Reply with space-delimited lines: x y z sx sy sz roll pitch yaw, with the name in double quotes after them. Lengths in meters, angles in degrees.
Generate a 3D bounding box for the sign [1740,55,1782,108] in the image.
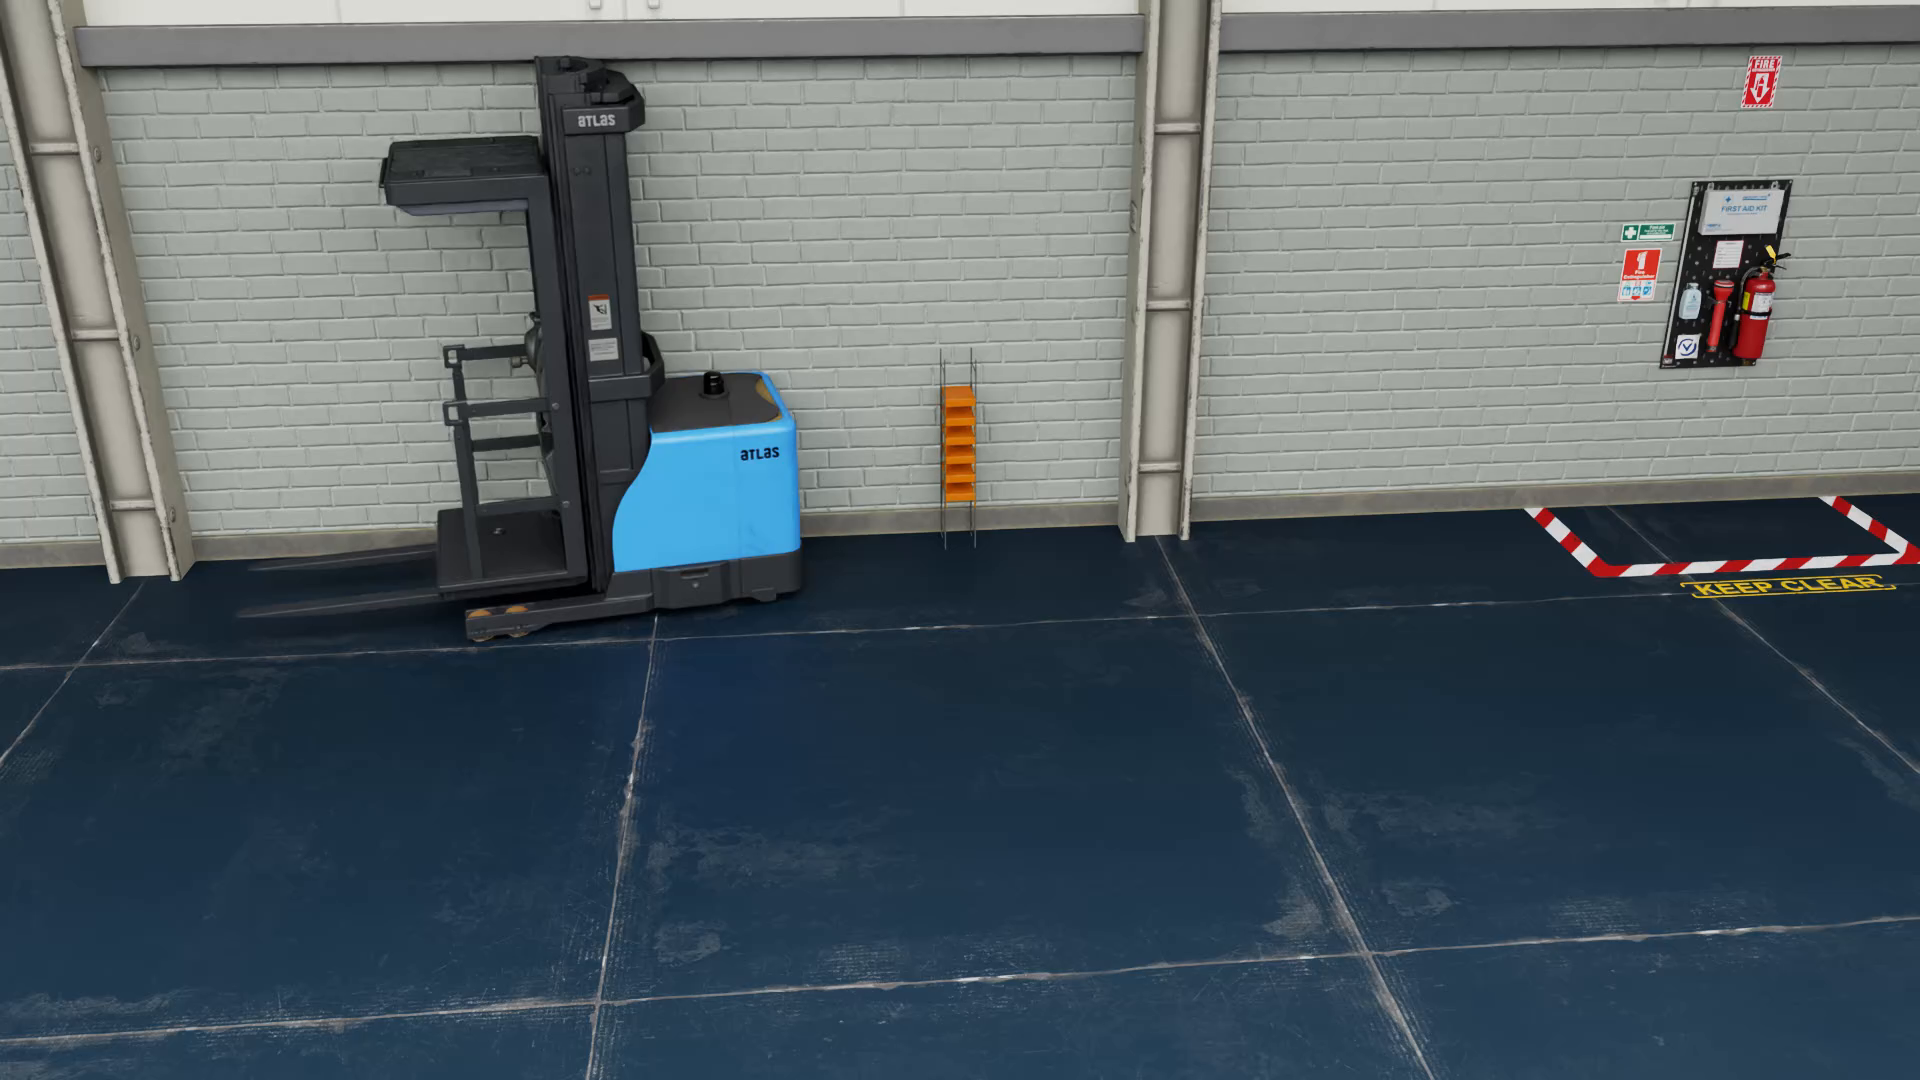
4.693 -2.683 9.739 0.199 0.298 0.001 -2 24 -5 "sign"

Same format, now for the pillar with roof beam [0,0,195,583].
-4.345 -2.189 4.096 0.400 9.000 9.100 -2 24 -5 "pillar with roof beam"

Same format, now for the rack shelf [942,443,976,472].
-0.011 -0.503 10.015 0.180 0.103 0.258 -3 24 -6 "rack shelf"

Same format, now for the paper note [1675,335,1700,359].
4.528 -1.202 10.346 0.142 0.148 0.016 -2 24 -5 "paper note"

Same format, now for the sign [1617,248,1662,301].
4.151 -1.620 10.157 0.234 0.329 0.001 -2 24 -5 "sign"

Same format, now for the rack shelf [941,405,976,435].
-0.011 -0.723 9.917 0.180 0.103 0.258 -3 24 -6 "rack shelf"

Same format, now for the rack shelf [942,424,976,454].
-0.011 -0.613 9.966 0.180 0.103 0.258 -3 24 -6 "rack shelf"

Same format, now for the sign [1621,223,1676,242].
4.156 -1.858 10.042 0.331 0.109 0.001 -2 24 -5 "sign"

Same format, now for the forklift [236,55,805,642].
-2.461 -1.028 8.954 3.031 2.935 1.130 -7 25 -14 "forklift"

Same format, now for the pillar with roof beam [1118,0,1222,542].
1.626 -2.429 4.635 0.400 9.000 9.100 -2 24 -5 "pillar with roof beam"

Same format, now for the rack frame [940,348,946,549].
-0.102 -0.540 9.987 0.006 1.200 0.240 -3 24 -6 "rack frame"

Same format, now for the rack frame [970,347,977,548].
0.079 -0.548 10.007 0.006 1.200 0.240 -3 24 -6 "rack frame"

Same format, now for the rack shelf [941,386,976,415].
-0.011 -0.832 9.869 0.180 0.103 0.258 -3 24 -6 "rack shelf"

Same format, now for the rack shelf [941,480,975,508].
-0.011 -0.284 10.112 0.180 0.103 0.258 -3 24 -6 "rack shelf"

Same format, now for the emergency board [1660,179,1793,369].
4.711 -1.584 10.120 0.643 1.169 0.194 -2 24 -5 "emergency board"

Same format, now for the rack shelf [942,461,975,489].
-0.011 -0.394 10.064 0.180 0.103 0.258 -3 24 -6 "rack shelf"

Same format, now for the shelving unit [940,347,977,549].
-0.011 -0.544 9.997 0.189 1.200 0.258 -3 24 -6 "shelving unit"
